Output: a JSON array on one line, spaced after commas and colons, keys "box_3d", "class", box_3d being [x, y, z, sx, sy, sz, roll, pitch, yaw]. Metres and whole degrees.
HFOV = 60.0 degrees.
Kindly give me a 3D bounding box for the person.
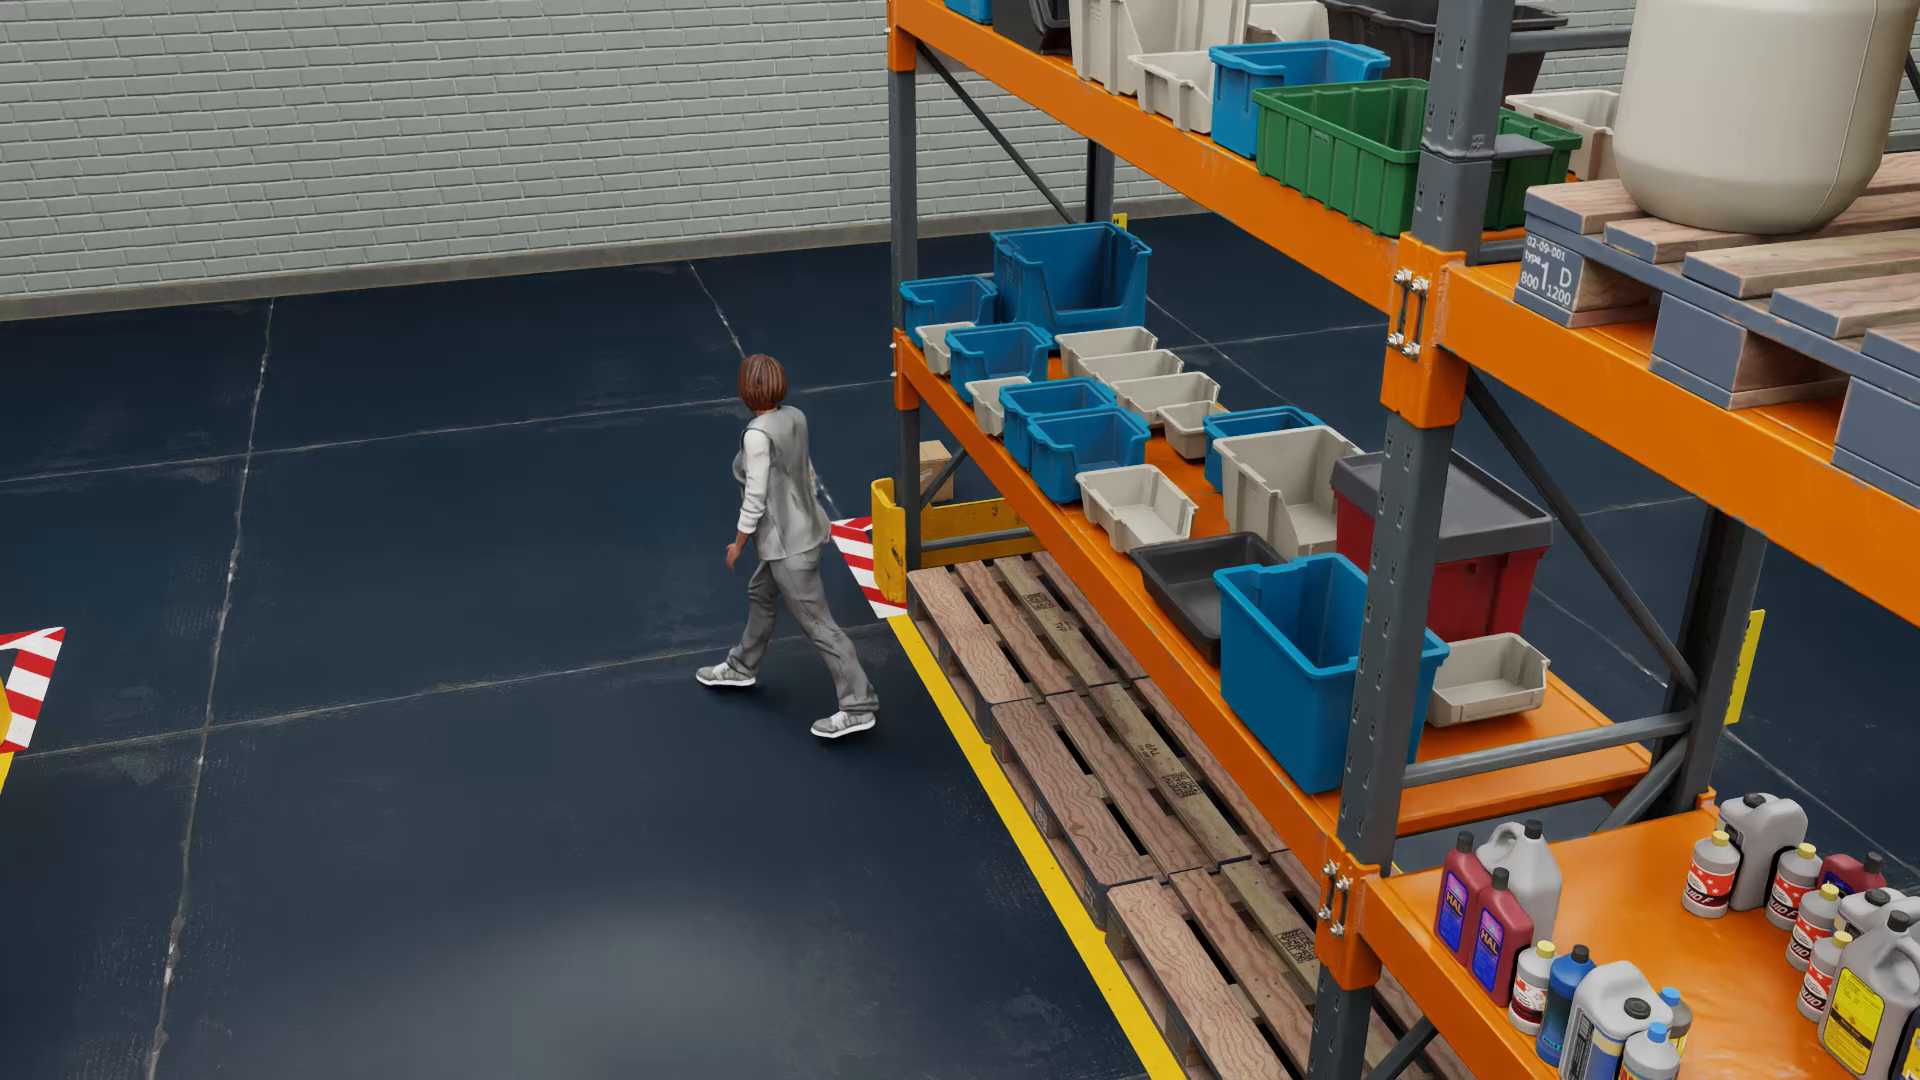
[{"box_3d": [-0.736, 0.008, 6.707, 0.889, 1.535, 0.487, 7, 27, 14], "class": "person"}]
